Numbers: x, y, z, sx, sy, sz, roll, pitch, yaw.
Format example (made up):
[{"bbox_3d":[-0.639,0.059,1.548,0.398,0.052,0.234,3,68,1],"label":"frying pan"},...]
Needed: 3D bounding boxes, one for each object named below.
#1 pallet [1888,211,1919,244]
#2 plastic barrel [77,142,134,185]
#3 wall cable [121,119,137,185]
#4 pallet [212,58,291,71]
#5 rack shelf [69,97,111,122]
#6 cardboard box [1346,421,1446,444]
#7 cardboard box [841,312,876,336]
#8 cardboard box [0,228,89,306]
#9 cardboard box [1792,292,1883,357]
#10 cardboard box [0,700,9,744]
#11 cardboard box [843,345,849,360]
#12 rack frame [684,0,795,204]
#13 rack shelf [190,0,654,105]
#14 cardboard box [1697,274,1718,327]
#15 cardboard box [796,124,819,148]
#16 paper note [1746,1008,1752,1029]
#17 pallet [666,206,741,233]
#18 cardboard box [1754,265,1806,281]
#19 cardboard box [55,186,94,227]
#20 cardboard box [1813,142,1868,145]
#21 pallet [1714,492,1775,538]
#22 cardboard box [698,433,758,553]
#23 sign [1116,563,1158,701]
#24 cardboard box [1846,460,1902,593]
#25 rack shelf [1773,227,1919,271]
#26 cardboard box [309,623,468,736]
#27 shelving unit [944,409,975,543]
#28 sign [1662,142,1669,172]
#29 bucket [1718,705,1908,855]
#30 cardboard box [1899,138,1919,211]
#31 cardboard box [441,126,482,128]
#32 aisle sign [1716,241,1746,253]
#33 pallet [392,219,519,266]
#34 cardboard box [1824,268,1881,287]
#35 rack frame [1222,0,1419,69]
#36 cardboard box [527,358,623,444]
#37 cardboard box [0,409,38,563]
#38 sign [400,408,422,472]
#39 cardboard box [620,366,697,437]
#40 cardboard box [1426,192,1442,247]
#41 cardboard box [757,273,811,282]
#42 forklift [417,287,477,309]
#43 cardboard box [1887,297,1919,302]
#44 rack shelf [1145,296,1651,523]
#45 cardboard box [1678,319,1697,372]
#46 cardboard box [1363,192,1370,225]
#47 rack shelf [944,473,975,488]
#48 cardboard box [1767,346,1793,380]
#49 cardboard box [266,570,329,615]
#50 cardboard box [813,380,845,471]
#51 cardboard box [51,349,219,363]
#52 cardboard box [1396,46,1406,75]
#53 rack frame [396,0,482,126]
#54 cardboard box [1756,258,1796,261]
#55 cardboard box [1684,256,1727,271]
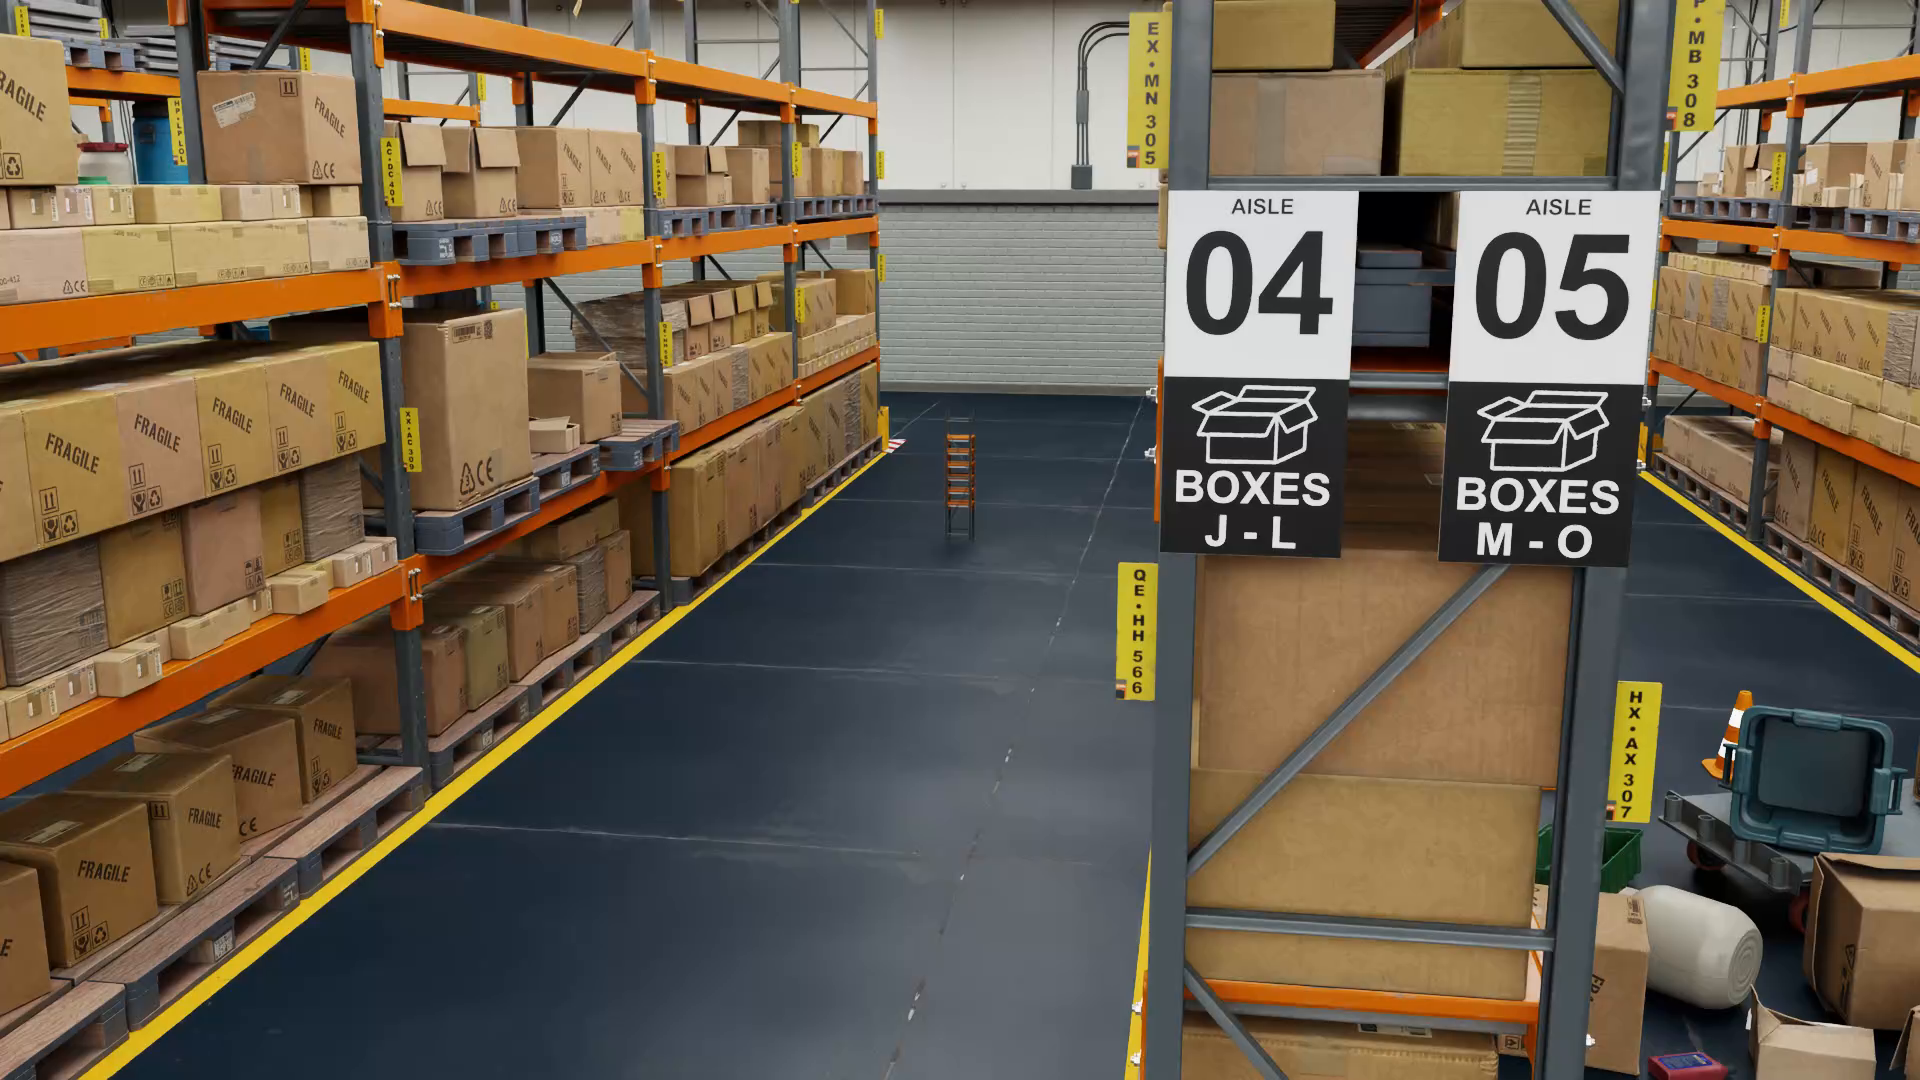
[{"bbox_3d":[7.130,-2.121,11.299,1.213,0.211,1.003,2,12,11],"label":"pallet"},{"bbox_3d":[-7.479,-3.205,14.561,0.433,0.535,0.433,0,12,0],"label":"plastic barrel"},{"bbox_3d":[-14.939,-5.660,27.522,3.097,2.526,0.112,2,12,9],"label":"wall cable"},{"bbox_3d":[-7.085,-4.397,15.690,1.003,0.211,1.213,2,12,9],"label":"pallet"},{"bbox_3d":[-11.574,-5.082,19.188,1.077,0.370,4.000,2,12,9],"label":"rack shelf"},{"bbox_3d":[1.208,-0.107,5.705,0.875,0.550,0.500,2,12,9],"label":"cardboard box"},{"bbox_3d":[-1.291,-2.560,19.659,0.500,0.250,0.500,2,12,8],"label":"cardboard box"},{"bbox_3d":[-3.457,-0.962,5.832,0.500,0.250,0.500,2,12,8],"label":"cardboard box"},{"bbox_3d":[7.296,-1.792,13.836,0.500,0.500,0.500,2,12,8],"label":"cardboard box"},{"bbox_3d":[-3.531,0.649,5.717,0.380,0.149,0.250,2,12,9],"label":"cardboard box"},{"bbox_3d":[-1.443,-2.072,18.340,0.380,0.149,0.250,2,12,10],"label":"cardboard box"},{"bbox_3d":[-2.094,-4.698,15.687,1.000,3.000,0.127,2,12,9],"label":"rack frame"},{"bbox_3d":[-3.017,-2.901,10.010,1.077,0.370,4.000,2,12,9],"label":"rack shelf"},{"bbox_3d":[7.738,-2.404,16.676,0.500,0.500,0.500,2,12,9],"label":"cardboard box"},{"bbox_3d":[-1.799,-4.313,17.773,0.500,0.250,0.500,1,12,7],"label":"cardboard box"},{"bbox_3d":[3.160,1.879,6.475,0.172,0.023,0.155,7,14,28],"label":"paper note"},{"bbox_3d":[-2.493,-2.675,13.870,1.003,0.211,1.213,2,12,11],"label":"pallet"},{"bbox_3d":[7.627,-2.476,15.468,0.380,0.149,0.250,2,12,9],"label":"cardboard box"},{"bbox_3d":[-3.443,-1.228,6.116,0.380,0.149,0.250,2,12,8],"label":"cardboard box"},{"bbox_3d":[7.996,-3.329,14.985,0.500,0.500,0.500,2,12,10],"label":"cardboard box"},{"bbox_3d":[7.892,-0.236,15.846,1.003,0.211,1.213,2,12,9],"label":"pallet"},{"bbox_3d":[-2.438,-0.427,14.159,1.225,0.875,0.875,2,12,9],"label":"cardboard box"},{"bbox_3d":[0.412,0.213,3.833,0.100,0.325,0.005,2,12,9],"label":"sign"},{"bbox_3d":[7.413,-0.104,12.661,0.875,0.875,0.875,2,12,9],"label":"cardboard box"},{"bbox_3d":[7.391,-2.142,12.657,1.077,0.370,4.000,2,12,9],"label":"rack shelf"},{"bbox_3d":[-3.209,0.780,9.399,0.700,0.500,0.500,1,12,4],"label":"cardboard box"},{"bbox_3d":[-0.002,-0.584,15.110,0.258,1.200,0.189,2,12,9],"label":"shelving unit"},{"bbox_3d":[7.766,-4.228,18.366,0.100,0.325,0.005,2,12,9],"label":"sign"},{"bbox_3d":[3.818,1.042,7.455,0.726,0.611,0.620,7,4,28],"label":"bucket"},{"bbox_3d":[7.048,-2.544,11.580,0.700,0.500,0.500,1,12,6],"label":"cardboard box"},{"bbox_3d":[-3.188,-2.392,10.685,0.500,0.500,0.500,2,12,7],"label":"cardboard box"},{"bbox_3d":[8.631,-3.552,18.442,0.394,0.787,0.004,2,12,9],"label":"aisle sign"},{"bbox_3d":[-3.124,-1.599,8.876,1.213,0.211,1.003,2,12,9],"label":"pallet"},{"bbox_3d":[8.003,-2.356,14.911,0.380,0.149,0.250,2,12,8],"label":"cardboard box"},{"bbox_3d":[1.561,-2.850,7.117,1.000,3.000,0.127,2,12,9],"label":"rack frame"},{"bbox_3d":[-2.740,-0.953,11.319,0.700,0.500,0.500,4,13,17],"label":"cardboard box"},{"bbox_3d":[-3.502,-0.159,5.553,0.500,0.500,0.500,2,12,9],"label":"cardboard box"},{"bbox_3d":[-2.787,-0.507,8.427,0.100,0.325,0.005,2,12,9],"label":"sign"},{"bbox_3d":[-2.365,-1.073,12.874,0.500,0.500,0.500,2,12,10],"label":"cardboard box"},{"bbox_3d":[1.354,-0.797,4.070,0.380,0.149,0.250,2,12,9],"label":"cardboard box"},{"bbox_3d":[-1.970,-2.733,18.681,0.500,0.500,0.500,2,12,7],"label":"cardboard box"},{"bbox_3d":[-5.259,-1.582,15.635,3.031,2.935,1.130,-4,13,-18],"label":"forklift"},{"bbox_3d":[7.708,-1.667,13.257,0.500,0.500,0.500,2,12,10],"label":"cardboard box"},{"bbox_3d":[1.254,-0.616,5.577,1.077,0.370,4.000,2,12,9],"label":"rack shelf"},{"bbox_3d":[7.810,-2.023,17.281,0.500,0.500,0.500,2,12,8],"label":"cardboard box"},{"bbox_3d":[1.665,-1.218,6.023,0.380,0.149,0.250,2,12,10],"label":"cardboard box"},{"bbox_3d":[-0.002,-0.540,15.119,0.258,0.103,0.180,2,12,9],"label":"rack shelf"},{"bbox_3d":[7.352,-1.532,14.410,0.500,0.250,0.500,2,12,7],"label":"cardboard box"},{"bbox_3d":[-3.141,0.235,7.636,0.380,0.149,0.250,2,12,9],"label":"cardboard box"},{"bbox_3d":[-1.775,-1.254,17.994,0.875,0.875,0.875,2,12,9],"label":"cardboard box"},{"bbox_3d":[-3.720,-0.593,7.565,0.500,0.500,0.500,2,12,9],"label":"cardboard box"},{"bbox_3d":[1.508,-1.396,4.959,0.380,0.149,0.250,2,12,8],"label":"cardboard box"},{"bbox_3d":[-6.373,-5.691,20.296,1.000,3.000,0.127,2,12,9],"label":"rack frame"},{"bbox_3d":[8.314,-2.783,16.891,0.380,0.149,0.250,2,12,10],"label":"cardboard box"},{"bbox_3d":[7.839,-2.904,17.453,0.380,0.149,0.250,1,12,7],"label":"cardboard box"}]
